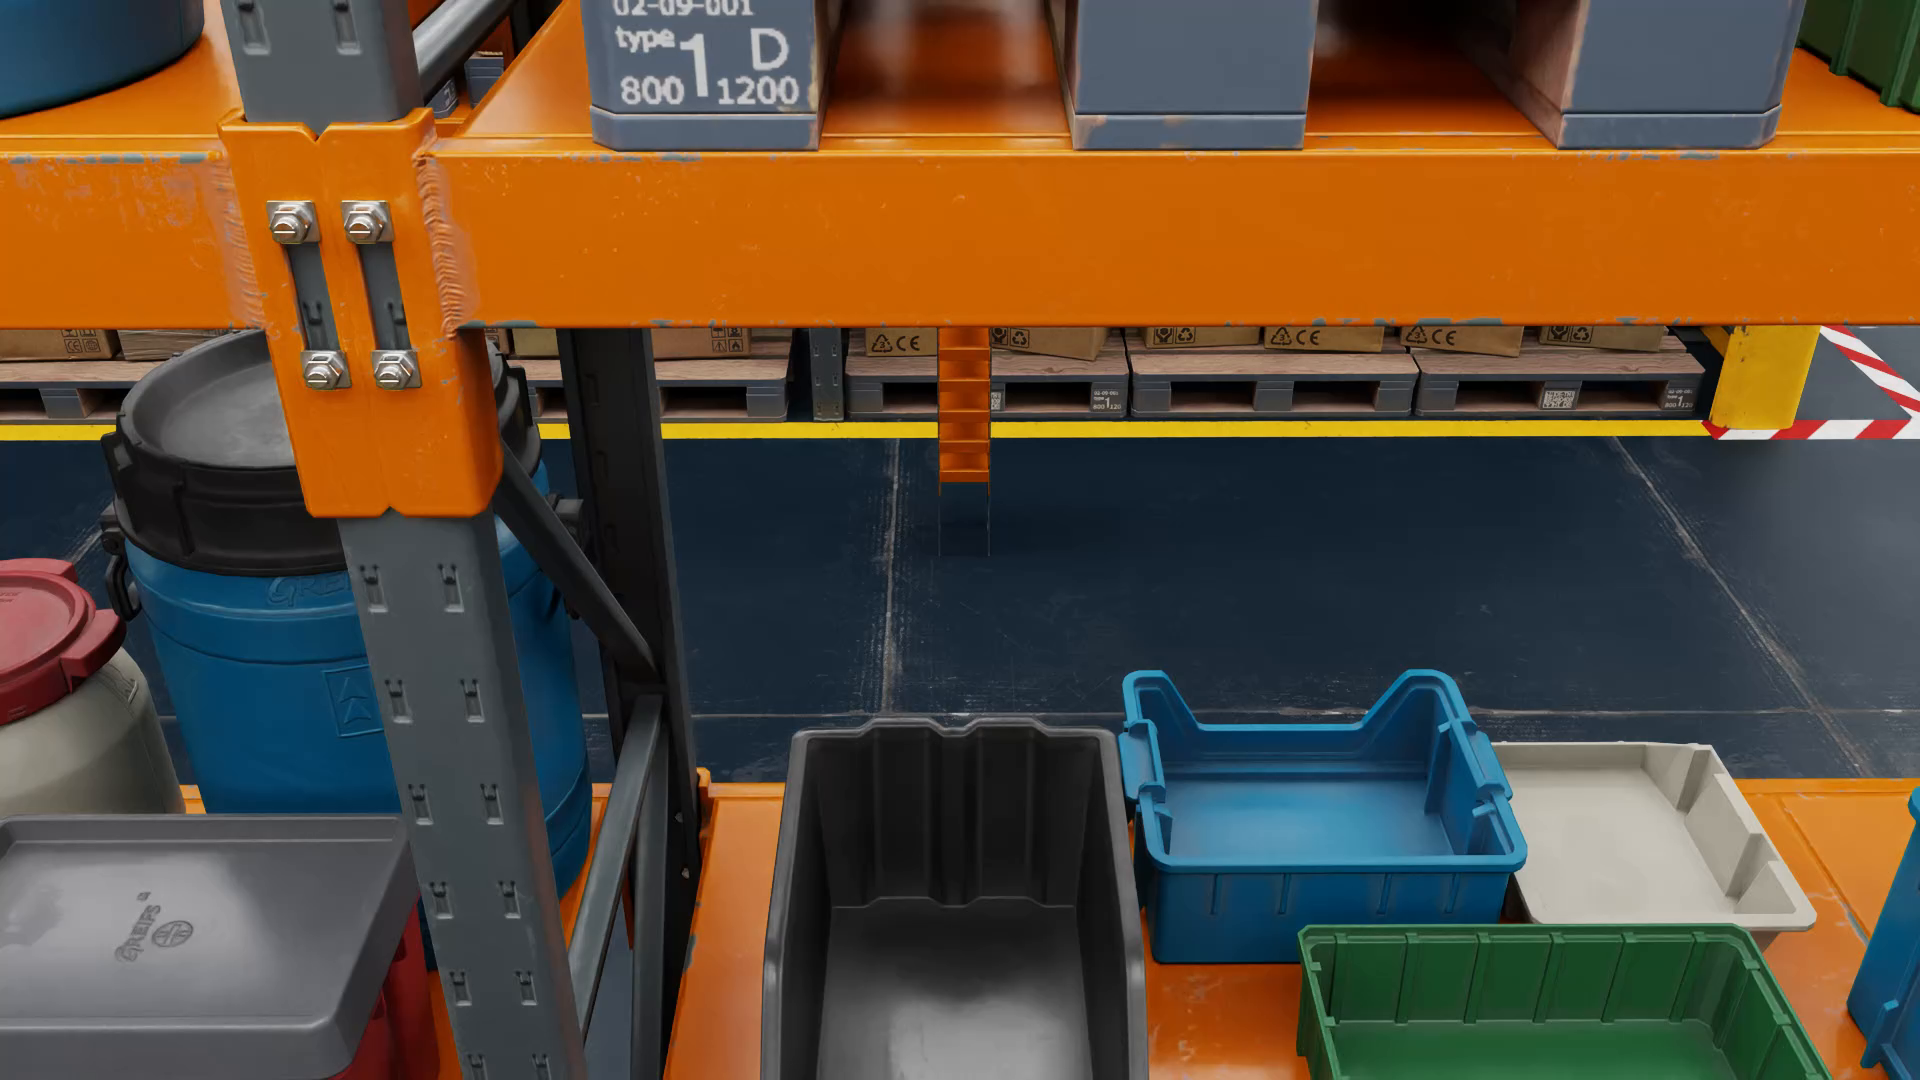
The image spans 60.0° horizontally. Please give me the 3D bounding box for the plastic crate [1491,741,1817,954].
[{"bbox_3d":[1.090,0.506,2.779,0.437,0.136,0.530,0,31,0],"label":"plastic crate"}]

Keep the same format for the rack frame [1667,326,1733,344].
[{"bbox_3d":[3.437,-2.052,6.741,0.127,3.000,1.000,0,31,0],"label":"rack frame"}]

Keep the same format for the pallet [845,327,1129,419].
[{"bbox_3d":[0.109,-0.868,7.477,1.213,0.211,1.003,0,31,0],"label":"pallet"}]

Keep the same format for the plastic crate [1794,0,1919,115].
[{"bbox_3d":[1.047,-0.526,1.538,0.450,0.188,0.336,0,31,0],"label":"plastic crate"}]

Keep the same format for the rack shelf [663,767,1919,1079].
[{"bbox_3d":[1.467,0.831,2.682,4.000,0.370,1.077,0,31,0],"label":"rack shelf"}]

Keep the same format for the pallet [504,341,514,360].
[{"bbox_3d":[-2.564,-0.839,7.429,1.213,0.211,1.003,0,31,0],"label":"pallet"}]

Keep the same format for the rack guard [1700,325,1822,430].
[{"bbox_3d":[3.361,-0.983,7.389,0.348,0.500,1.175,0,31,0],"label":"rack guard"}]

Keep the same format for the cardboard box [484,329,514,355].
[{"bbox_3d":[-2.213,-1.175,7.280,0.500,0.500,0.700,-3,31,-5],"label":"cardboard box"}]

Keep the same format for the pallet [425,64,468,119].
[{"bbox_3d":[-2.583,-1.973,6.794,1.213,0.211,1.003,0,31,0],"label":"pallet"}]

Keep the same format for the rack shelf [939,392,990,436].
[{"bbox_3d":[0.014,-0.475,5.962,0.180,0.103,0.258,0,31,0],"label":"rack shelf"}]

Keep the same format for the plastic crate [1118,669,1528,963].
[{"bbox_3d":[0.572,0.449,2.762,0.616,0.251,0.499,0,31,0],"label":"plastic crate"}]

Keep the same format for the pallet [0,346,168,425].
[{"bbox_3d":[-3.781,-0.837,7.425,1.213,0.211,1.003,0,31,0],"label":"pallet"}]

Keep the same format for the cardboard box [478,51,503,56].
[{"bbox_3d":[-1.358,-2.546,6.571,1.000,1.000,1.000,0,31,0],"label":"cardboard box"}]

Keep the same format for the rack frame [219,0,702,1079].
[{"bbox_3d":[-0.533,0.528,2.488,0.053,2.616,0.949,0,31,0],"label":"rack frame"}]

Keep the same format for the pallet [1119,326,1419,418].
[{"bbox_3d":[1.332,-0.873,7.486,1.213,0.211,1.003,0,31,0],"label":"pallet"}]

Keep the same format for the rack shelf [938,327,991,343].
[{"bbox_3d":[0.014,-0.783,5.775,0.180,0.103,0.258,0,31,0],"label":"rack shelf"}]

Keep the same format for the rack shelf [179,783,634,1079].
[{"bbox_3d":[-2.533,0.843,2.662,4.000,0.370,1.077,0,31,0],"label":"rack shelf"}]

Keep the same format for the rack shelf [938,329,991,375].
[{"bbox_3d":[0.014,-0.680,5.837,0.180,0.103,0.258,0,31,0],"label":"rack shelf"}]

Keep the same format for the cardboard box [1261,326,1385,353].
[{"bbox_3d":[1.589,-1.158,7.272,0.500,0.500,0.500,3,31,4],"label":"cardboard box"}]

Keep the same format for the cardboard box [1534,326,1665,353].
[{"bbox_3d":[2.813,-1.170,7.291,0.500,0.500,0.500,5,32,9],"label":"cardboard box"}]

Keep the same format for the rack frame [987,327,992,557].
[{"bbox_3d":[0.106,-0.513,5.939,0.006,1.200,0.240,0,31,0],"label":"rack frame"}]

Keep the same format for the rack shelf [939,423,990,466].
[{"bbox_3d":[0.014,-0.372,6.024,0.180,0.103,0.258,0,31,0],"label":"rack shelf"}]

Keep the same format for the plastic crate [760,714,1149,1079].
[{"bbox_3d":[-0.008,0.620,2.396,0.504,0.338,0.767,0,31,0],"label":"plastic crate"}]

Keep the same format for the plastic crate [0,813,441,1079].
[{"bbox_3d":[-1.015,0.662,2.205,0.583,0.464,0.402,0,31,0],"label":"plastic crate"}]

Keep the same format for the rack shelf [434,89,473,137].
[{"bbox_3d":[-2.563,-1.726,6.896,4.000,0.370,1.077,0,31,0],"label":"rack shelf"}]

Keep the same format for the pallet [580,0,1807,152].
[{"bbox_3d":[0.188,-0.725,1.844,1.003,0.211,1.213,0,31,0],"label":"pallet"}]

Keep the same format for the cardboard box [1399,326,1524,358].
[{"bbox_3d":[2.215,-1.150,7.259,0.500,0.500,0.500,8,32,13],"label":"cardboard box"}]

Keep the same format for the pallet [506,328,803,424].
[{"bbox_3d":[-1.341,-0.844,7.438,1.213,0.211,1.003,0,31,0],"label":"pallet"}]

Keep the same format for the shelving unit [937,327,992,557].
[{"bbox_3d":[0.014,-0.513,5.939,0.189,1.200,0.258,0,31,0],"label":"shelving unit"}]

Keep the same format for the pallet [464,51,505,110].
[{"bbox_3d":[-1.328,-2.031,6.890,1.213,0.211,1.003,0,31,0],"label":"pallet"}]

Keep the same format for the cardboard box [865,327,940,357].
[{"bbox_3d":[-0.162,-1.131,7.227,0.500,0.500,0.500,-1,31,-2],"label":"cardboard box"}]

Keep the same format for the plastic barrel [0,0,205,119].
[{"bbox_3d":[-1.040,-0.853,1.389,0.708,0.901,0.600,0,31,0],"label":"plastic barrel"}]

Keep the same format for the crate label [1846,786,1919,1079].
[{"bbox_3d":[1.628,0.648,2.256,0.616,0.435,0.502,0,31,0],"label":"crate label"}]

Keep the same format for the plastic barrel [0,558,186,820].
[{"bbox_3d":[-1.491,0.361,2.633,0.433,0.535,0.433,0,31,0],"label":"plastic barrel"}]

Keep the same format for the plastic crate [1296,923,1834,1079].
[{"bbox_3d":[0.826,0.762,2.306,0.662,0.188,0.450,0,31,0],"label":"plastic crate"}]

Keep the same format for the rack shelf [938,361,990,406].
[{"bbox_3d":[0.014,-0.578,5.900,0.180,0.103,0.258,0,31,0],"label":"rack shelf"}]

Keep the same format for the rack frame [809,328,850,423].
[{"bbox_3d":[-0.563,-2.040,6.720,0.127,3.000,1.000,0,31,0],"label":"rack frame"}]

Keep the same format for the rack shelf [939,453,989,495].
[{"bbox_3d":[0.014,-0.270,6.086,0.180,0.103,0.258,0,31,0],"label":"rack shelf"}]

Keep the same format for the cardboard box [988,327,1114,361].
[{"bbox_3d":[0.410,-1.137,7.237,0.500,0.500,0.500,10,33,15],"label":"cardboard box"}]

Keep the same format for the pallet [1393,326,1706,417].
[{"bbox_3d":[2.549,-0.876,7.490,1.213,0.211,1.003,0,31,0],"label":"pallet"}]

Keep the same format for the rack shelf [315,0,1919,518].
[{"bbox_3d":[1.467,-0.452,1.904,4.000,0.370,1.077,0,31,0],"label":"rack shelf"}]

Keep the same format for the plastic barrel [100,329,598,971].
[{"bbox_3d":[-0.921,0.159,2.613,0.708,0.901,0.600,0,31,0],"label":"plastic barrel"}]

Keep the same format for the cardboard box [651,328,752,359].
[{"bbox_3d":[-1.177,-1.168,7.270,0.500,0.500,0.700,-2,31,-4],"label":"cardboard box"}]

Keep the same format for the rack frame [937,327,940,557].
[{"bbox_3d":[-0.077,-0.513,5.938,0.006,1.200,0.240,0,31,0],"label":"rack frame"}]

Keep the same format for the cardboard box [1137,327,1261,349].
[{"bbox_3d":[1.031,-1.179,7.307,0.500,0.500,0.500,-3,31,-5],"label":"cardboard box"}]

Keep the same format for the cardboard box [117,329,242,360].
[{"bbox_3d":[-3.338,-1.167,7.268,0.500,0.500,0.700,-3,31,-4],"label":"cardboard box"}]

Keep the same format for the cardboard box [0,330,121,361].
[{"bbox_3d":[-3.893,-1.159,7.254,0.500,0.500,0.700,-2,31,-3],"label":"cardboard box"}]

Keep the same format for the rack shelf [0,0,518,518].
[{"bbox_3d":[-2.533,-0.439,1.884,4.000,0.370,1.077,0,31,0],"label":"rack shelf"}]

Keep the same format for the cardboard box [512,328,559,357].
[{"bbox_3d":[-1.654,-1.177,7.283,0.500,0.500,0.700,0,31,-1],"label":"cardboard box"}]
